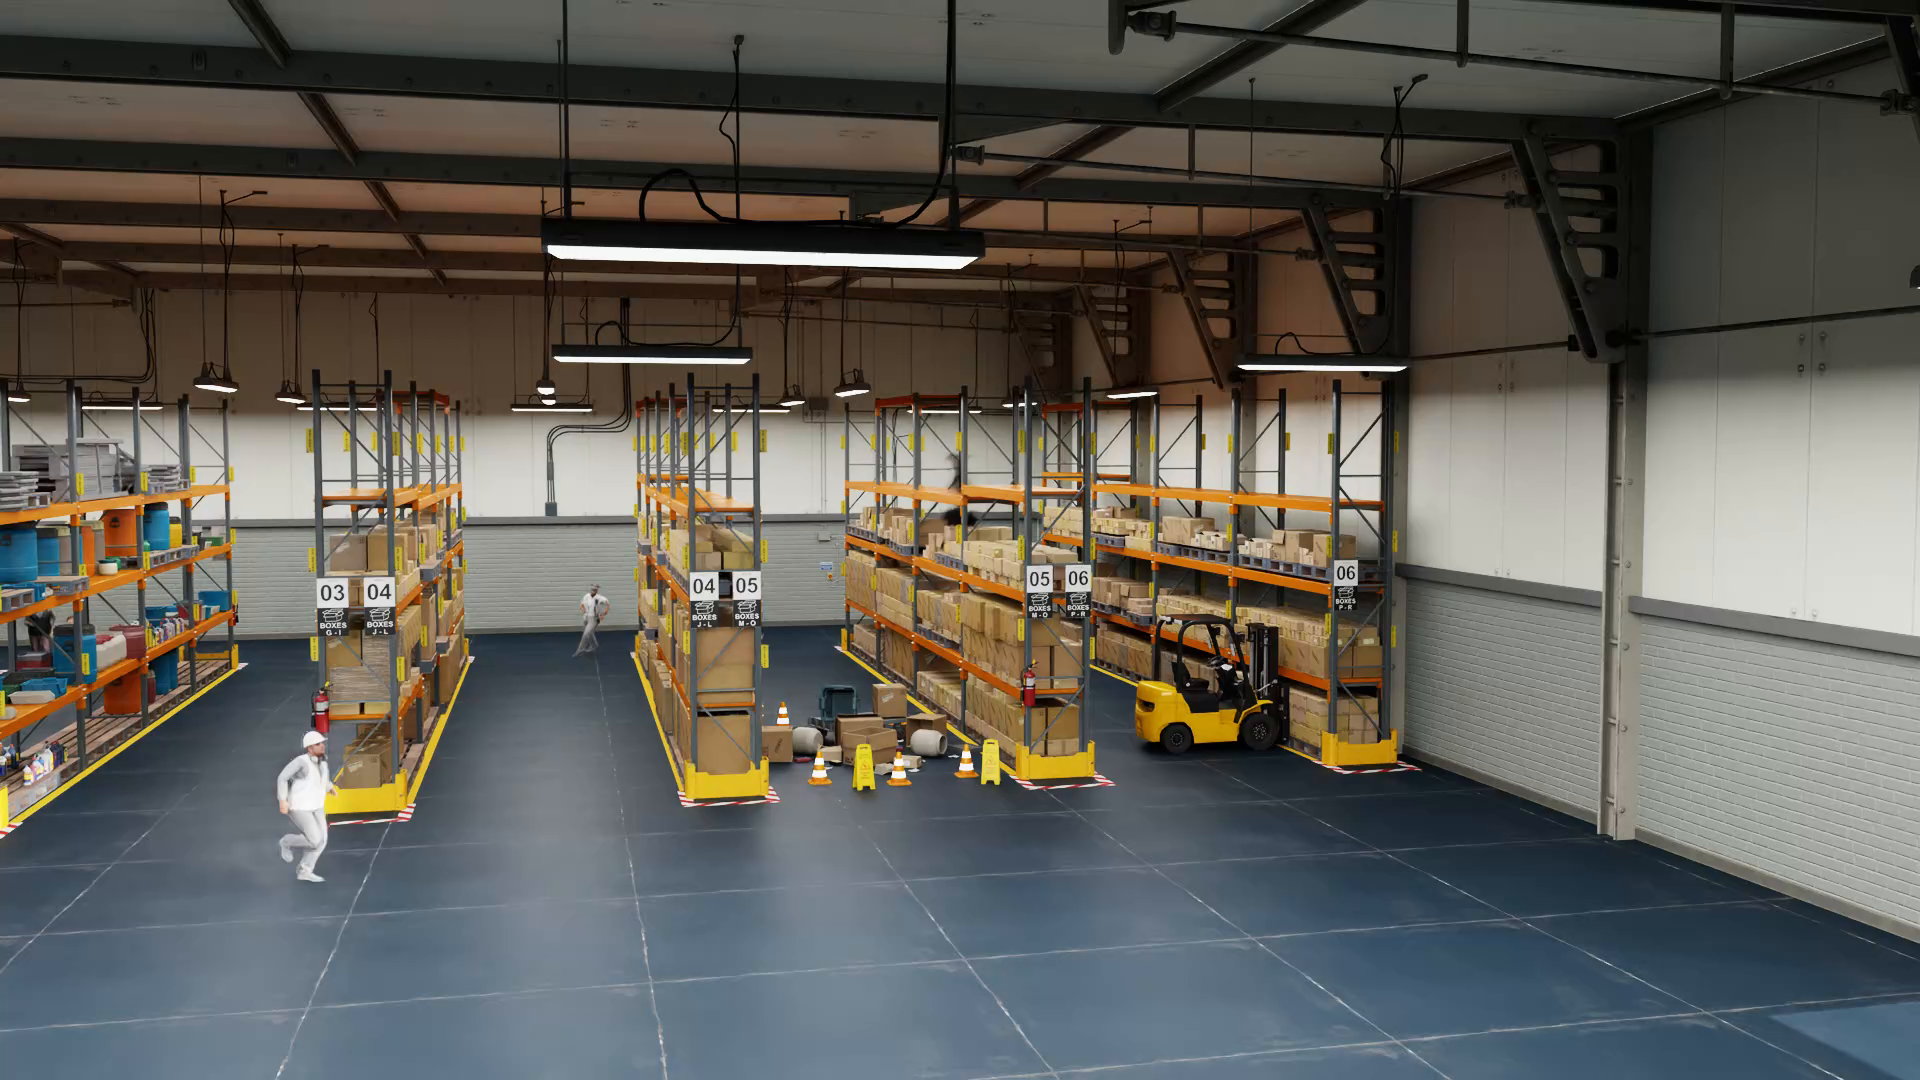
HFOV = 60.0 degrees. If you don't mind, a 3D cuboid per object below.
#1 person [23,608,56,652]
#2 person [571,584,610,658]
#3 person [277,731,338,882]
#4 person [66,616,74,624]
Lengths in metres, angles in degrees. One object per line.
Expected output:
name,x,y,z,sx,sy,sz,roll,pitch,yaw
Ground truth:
person,-19.816,2.093,35.809,0.613,1.779,0.796,-2,4,-28
person,-8.693,1.884,39.245,0.773,1.734,0.991,1,4,24
person,-7.479,3.057,19.066,0.680,1.730,0.694,1,3,18
person,-17.594,2.300,33.118,0.555,1.616,0.786,-1,3,-9
